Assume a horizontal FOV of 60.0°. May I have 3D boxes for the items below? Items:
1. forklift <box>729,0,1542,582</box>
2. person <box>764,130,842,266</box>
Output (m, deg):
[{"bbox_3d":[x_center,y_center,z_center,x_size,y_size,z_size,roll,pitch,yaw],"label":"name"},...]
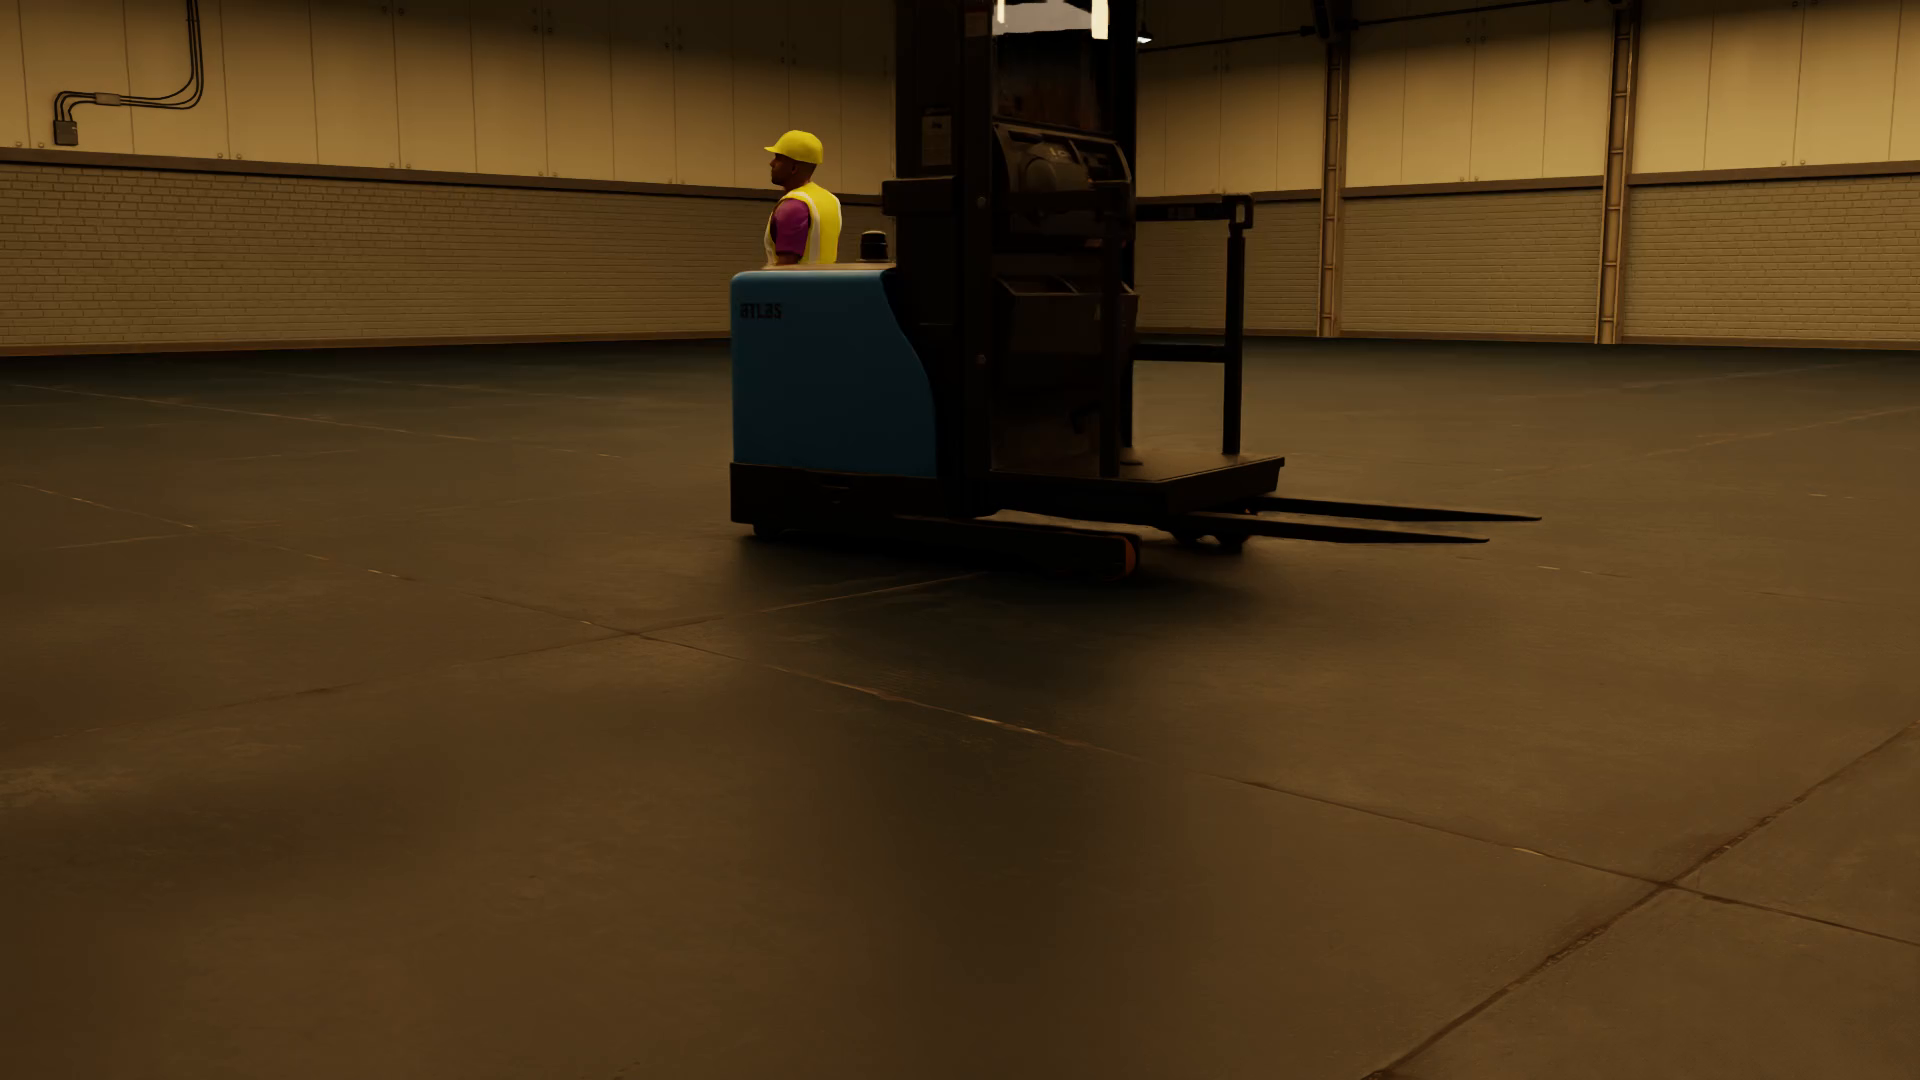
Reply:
[{"bbox_3d":[0.572,-1.394,6.131,3.031,2.935,1.130,6,10,34],"label":"forklift"},{"bbox_3d":[-0.900,-1.146,8.347,0.575,1.766,0.667,2,9,15],"label":"person"}]
